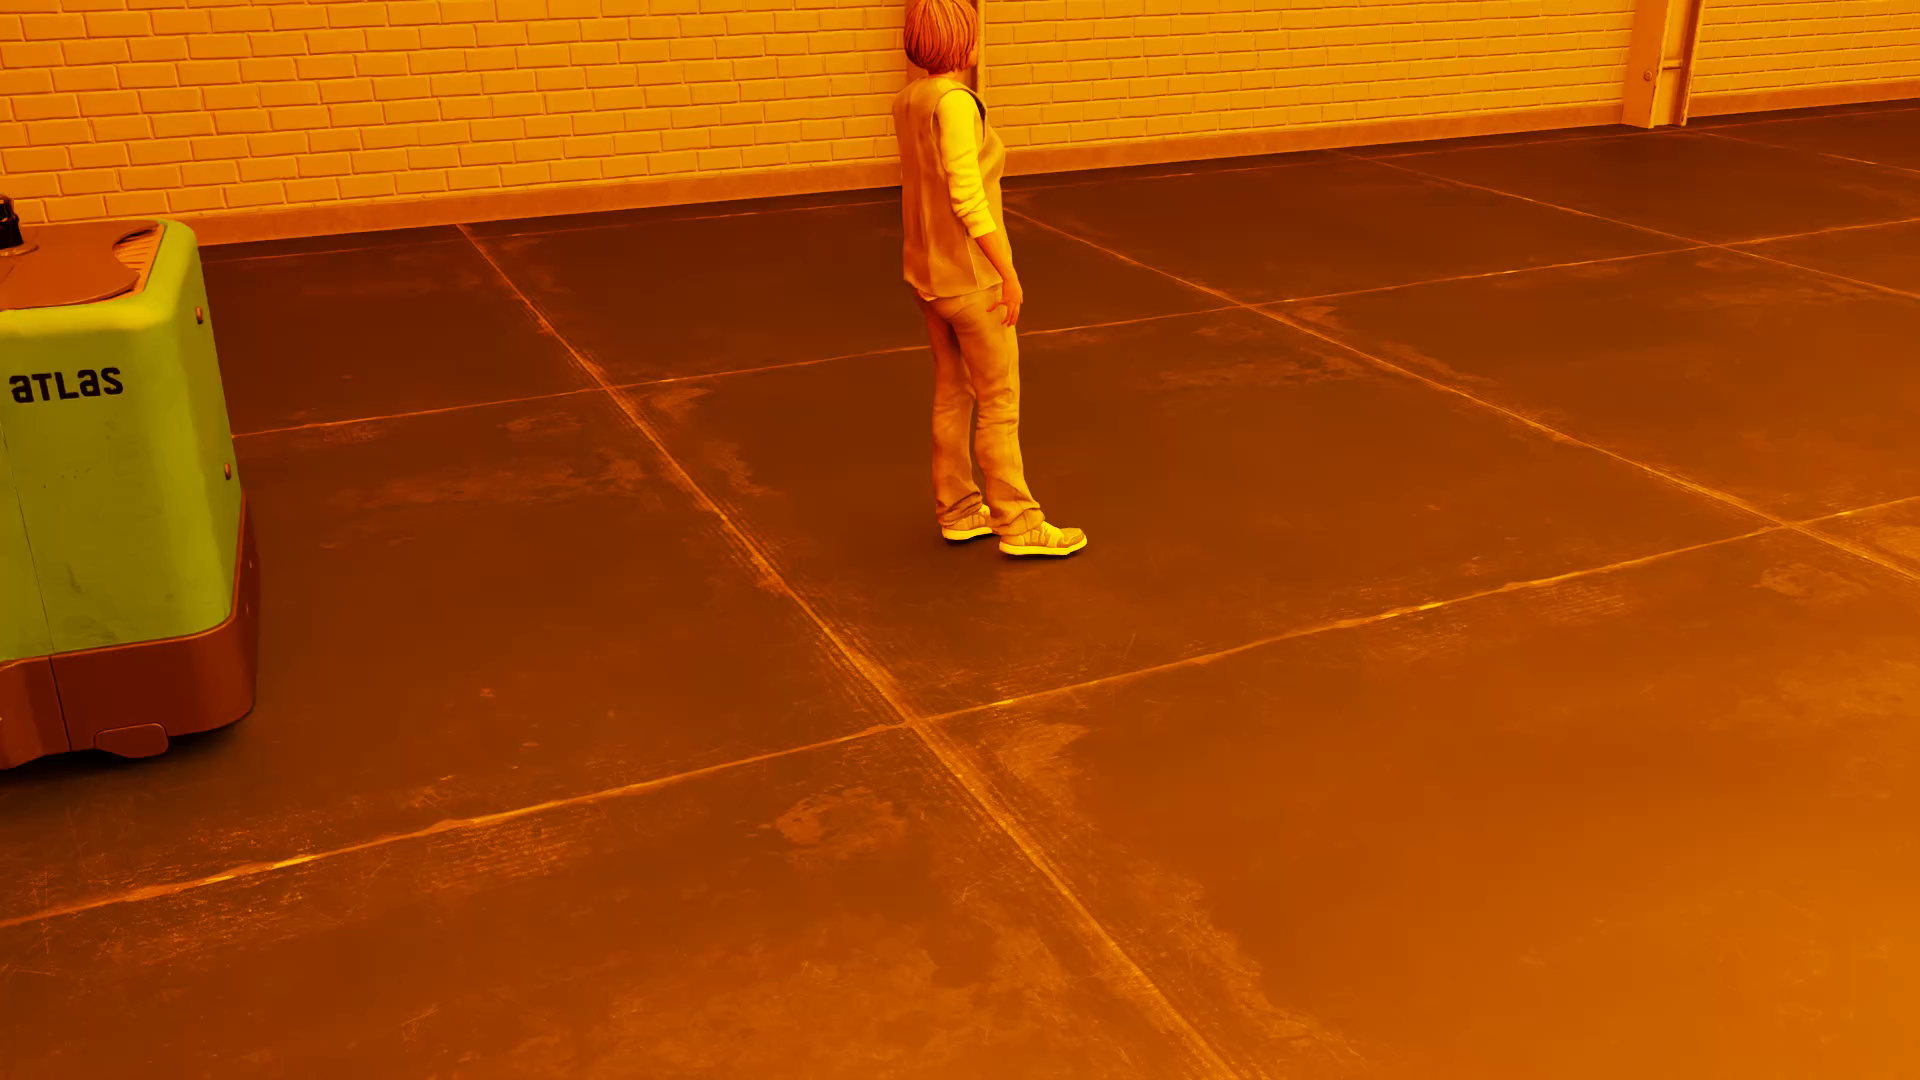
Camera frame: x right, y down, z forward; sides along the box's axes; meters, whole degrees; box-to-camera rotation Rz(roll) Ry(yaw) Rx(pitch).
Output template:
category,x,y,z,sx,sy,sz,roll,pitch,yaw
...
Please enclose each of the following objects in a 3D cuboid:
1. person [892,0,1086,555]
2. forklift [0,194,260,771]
category,x,y,z,sx,sy,sz,roll,pitch,yaw
person,0.074,-0.751,4.815,0.473,1.599,0.521,-10,25,-23
forklift,-3.257,-0.846,3.323,3.031,2.935,1.130,-8,24,-18
